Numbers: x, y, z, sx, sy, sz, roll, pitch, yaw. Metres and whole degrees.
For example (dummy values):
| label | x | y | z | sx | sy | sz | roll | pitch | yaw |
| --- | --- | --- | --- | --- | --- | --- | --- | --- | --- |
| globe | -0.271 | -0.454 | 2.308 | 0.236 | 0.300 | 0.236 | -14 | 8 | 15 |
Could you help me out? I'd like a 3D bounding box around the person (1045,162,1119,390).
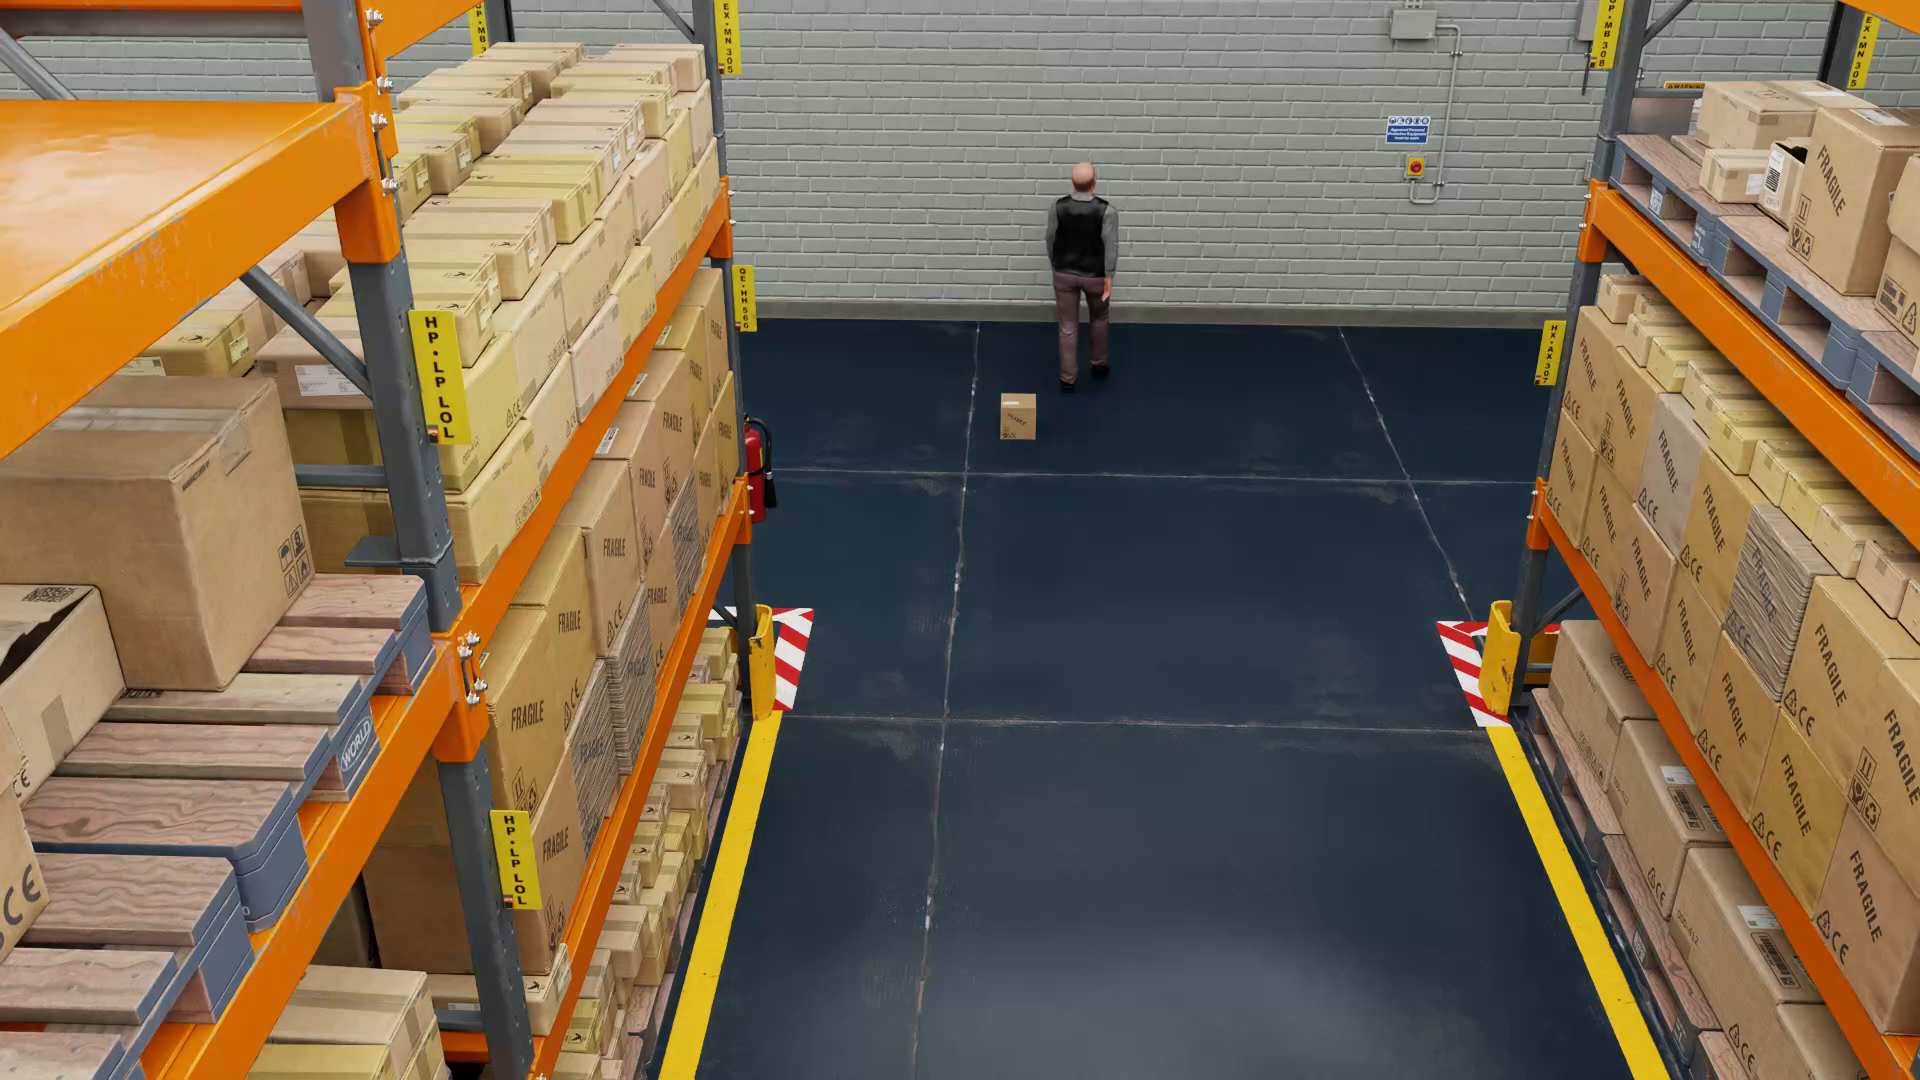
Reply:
| label | x | y | z | sx | sy | sz | roll | pitch | yaw |
| --- | --- | --- | --- | --- | --- | --- | --- | --- | --- |
| person | 0.912 | -1.987 | 12.440 | 0.551 | 1.767 | 0.684 | 4 | 28 | 8 |
